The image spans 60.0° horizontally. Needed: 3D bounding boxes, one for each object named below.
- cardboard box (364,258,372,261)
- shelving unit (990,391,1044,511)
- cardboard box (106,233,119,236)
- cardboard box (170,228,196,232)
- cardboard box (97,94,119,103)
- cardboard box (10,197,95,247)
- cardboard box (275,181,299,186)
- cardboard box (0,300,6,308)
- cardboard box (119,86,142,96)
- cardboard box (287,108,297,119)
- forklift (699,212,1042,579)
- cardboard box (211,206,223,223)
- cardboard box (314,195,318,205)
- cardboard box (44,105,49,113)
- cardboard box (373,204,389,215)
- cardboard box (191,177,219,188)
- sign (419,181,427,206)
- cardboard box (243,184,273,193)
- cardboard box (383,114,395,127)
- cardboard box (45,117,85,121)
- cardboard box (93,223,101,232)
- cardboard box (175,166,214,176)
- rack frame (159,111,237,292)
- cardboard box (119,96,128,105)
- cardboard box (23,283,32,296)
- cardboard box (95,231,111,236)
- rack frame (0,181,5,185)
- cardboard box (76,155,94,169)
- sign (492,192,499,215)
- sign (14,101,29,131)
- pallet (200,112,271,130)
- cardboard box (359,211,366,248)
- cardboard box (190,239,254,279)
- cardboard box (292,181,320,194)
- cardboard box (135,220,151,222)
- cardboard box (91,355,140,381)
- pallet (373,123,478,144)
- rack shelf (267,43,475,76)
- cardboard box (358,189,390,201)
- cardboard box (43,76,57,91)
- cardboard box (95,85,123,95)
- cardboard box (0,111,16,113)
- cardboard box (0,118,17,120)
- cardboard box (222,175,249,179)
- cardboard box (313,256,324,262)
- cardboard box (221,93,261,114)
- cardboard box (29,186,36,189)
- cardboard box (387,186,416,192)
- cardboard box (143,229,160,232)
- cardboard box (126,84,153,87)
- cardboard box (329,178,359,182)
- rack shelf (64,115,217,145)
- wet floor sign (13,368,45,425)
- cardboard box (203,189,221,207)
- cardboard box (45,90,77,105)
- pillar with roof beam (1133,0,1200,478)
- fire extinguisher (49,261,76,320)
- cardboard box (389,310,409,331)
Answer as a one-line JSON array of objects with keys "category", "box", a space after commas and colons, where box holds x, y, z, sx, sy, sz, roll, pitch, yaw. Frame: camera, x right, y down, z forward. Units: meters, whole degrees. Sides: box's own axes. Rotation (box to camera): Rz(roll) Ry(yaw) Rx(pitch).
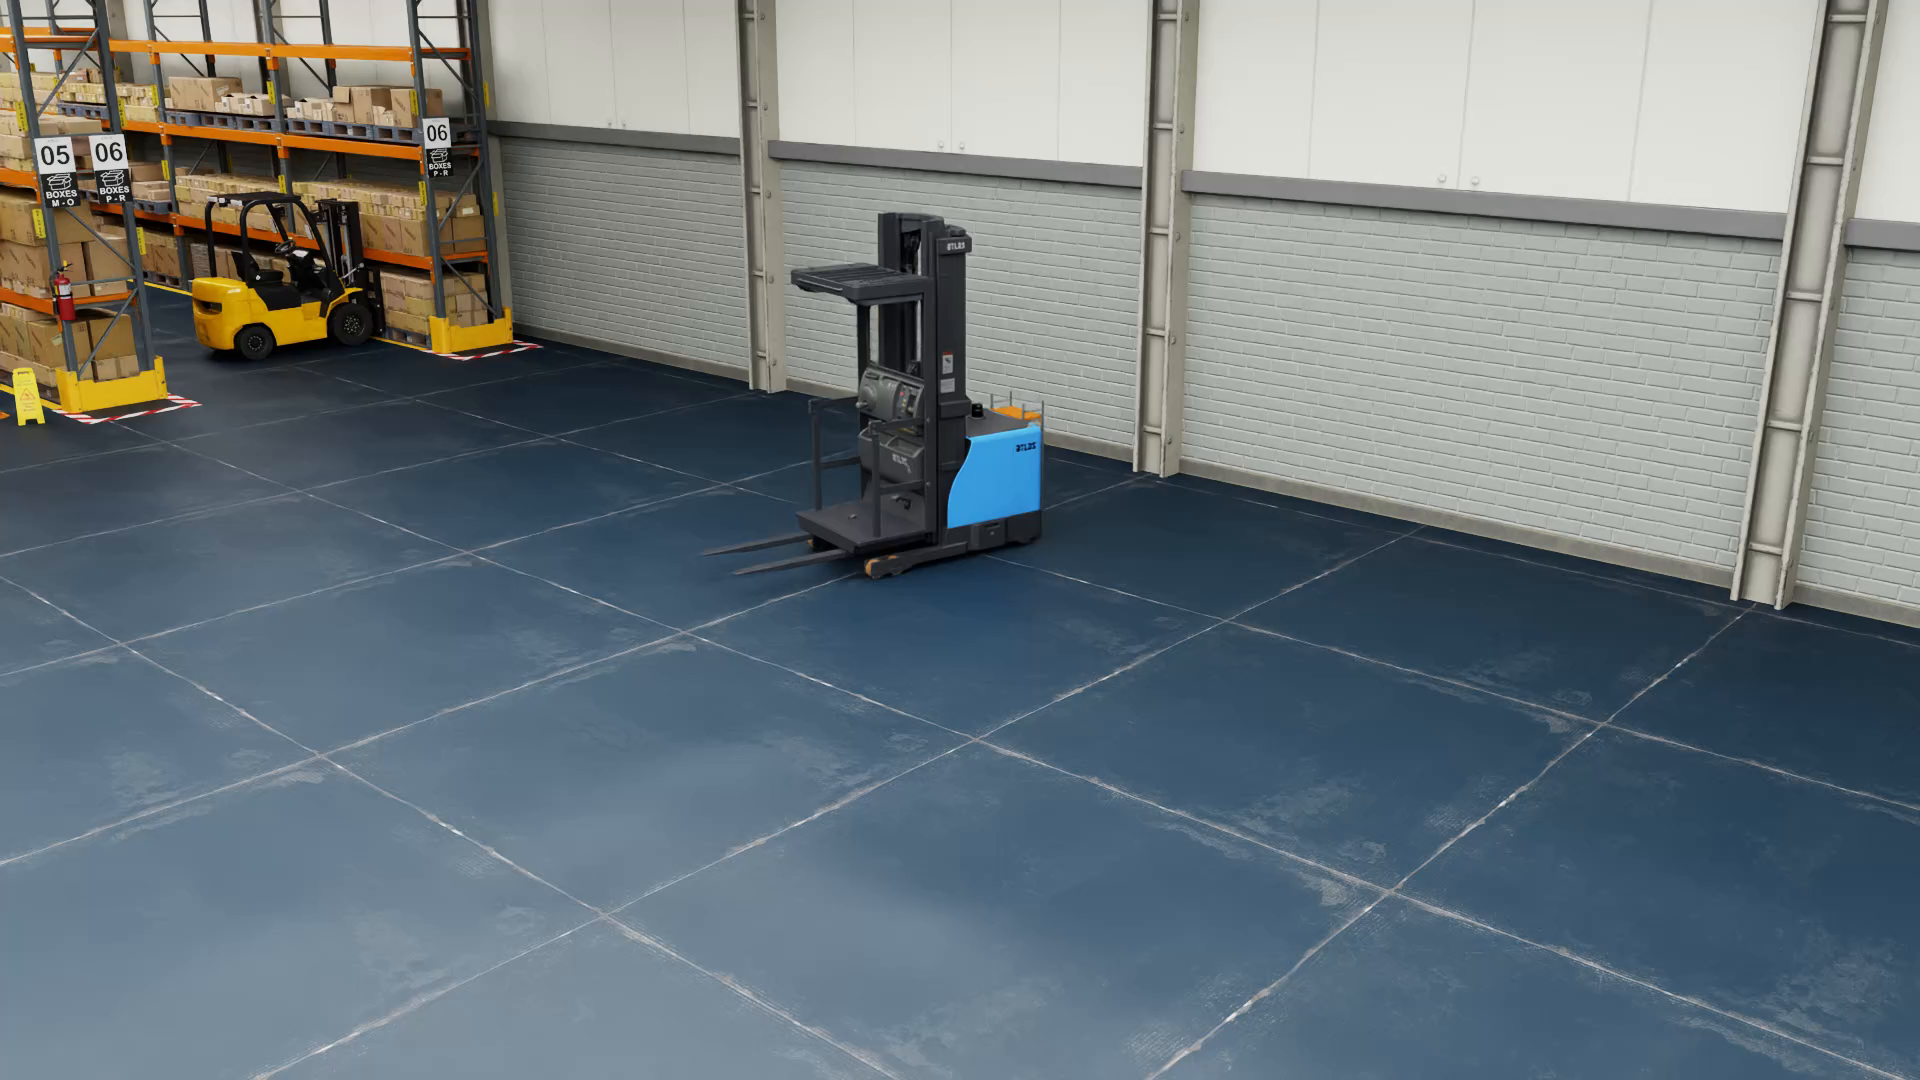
[{"category": "cardboard box", "box": [-9.107, -4.228, 25.673, 0.500, 0.250, 0.500, 15, 23, 38]}, {"category": "shelving unit", "box": [0.525, -0.743, 15.469, 0.258, 1.200, 0.503, -12, 21, -33]}, {"category": "cardboard box", "box": [-15.358, -5.377, 30.535, 0.500, 0.500, 0.500, 15, 23, 39]}, {"category": "cardboard box", "box": [-13.956, -5.520, 29.911, 0.250, 0.149, 0.380, 14, 23, 38]}, {"category": "cardboard box", "box": [-14.850, -7.726, 29.095, 0.250, 0.149, 0.380, 16, 23, 40]}, {"category": "cardboard box", "box": [-10.819, -3.807, 19.840, 0.500, 0.500, 0.700, 14, 23, 38]}, {"category": "cardboard box", "box": [-10.839, -5.709, 26.905, 0.250, 0.149, 0.380, 15, 23, 39]}, {"category": "cardboard box", "box": [-12.379, -3.073, 21.375, 0.250, 0.149, 0.380, 17, 24, 42]}, {"category": "cardboard box", "box": [-14.218, -7.721, 28.619, 0.250, 0.149, 0.380, 14, 23, 38]}, {"category": "cardboard box", "box": [-9.858, -6.414, 24.960, 0.250, 0.149, 0.380, 16, 23, 40]}, {"category": "forklift", "box": [-0.765, -1.250, 14.205, 3.031, 2.935, 1.130, -12, 21, -33]}, {"category": "cardboard box", "box": [-12.051, -5.398, 27.411, 0.500, 0.250, 0.500, 14, 22, 38]}, {"category": "cardboard box", "box": [-9.520, -5.151, 25.145, 0.250, 0.149, 0.380, 15, 23, 39]}, {"category": "cardboard box", "box": [-16.817, -8.042, 30.951, 0.250, 0.149, 0.380, 16, 24, 41]}, {"category": "cardboard box", "box": [-8.219, -4.781, 23.979, 0.250, 0.149, 0.380, 14, 22, 38]}, {"category": "cardboard box", "box": [-12.531, -5.945, 27.649, 0.250, 0.149, 0.380, 16, 24, 41]}, {"category": "sign", "box": [-7.371, -4.757, 22.836, 0.005, 0.325, 0.100, 15, 23, 39]}, {"category": "cardboard box", "box": [-11.187, -5.589, 26.525, 0.250, 0.149, 0.380, 14, 23, 38]}, {"category": "cardboard box", "box": [-7.822, -5.867, 23.238, 0.250, 0.149, 0.380, 14, 22, 38]}, {"category": "cardboard box", "box": [-10.906, -5.074, 20.280, 0.250, 0.149, 0.380, 15, 23, 39]}, {"category": "cardboard box", "box": [-15.884, -5.807, 30.816, 0.250, 0.149, 0.380, 16, 24, 42]}, {"category": "cardboard box", "box": [-13.265, -6.205, 28.844, 0.500, 0.500, 0.500, 16, 24, 42]}, {"category": "rack frame", "box": [-12.984, -5.818, 28.486, 0.127, 3.000, 1.000, 15, 23, 39]}, {"category": "cardboard box", "box": [-14.354, -7.647, 28.880, 0.250, 0.149, 0.380, 16, 24, 41]}, {"category": "cardboard box", "box": [-11.155, -3.077, 20.264, 0.250, 0.149, 0.380, 15, 23, 38]}, {"category": "cardboard box", "box": [-10.852, -3.539, 20.646, 0.500, 0.500, 0.500, 16, 24, 41]}, {"category": "rack frame", "box": [-13.284, -3.891, 22.414, 0.127, 3.000, 1.000, 15, 23, 39]}, {"category": "cardboard box", "box": [-10.325, -4.538, 19.909, 0.250, 0.149, 0.380, 15, 23, 39]}, {"category": "sign", "box": [-6.627, -4.787, 23.674, 0.005, 0.325, 0.100, 15, 23, 39]}, {"category": "sign", "box": [-10.676, -4.818, 18.913, 0.005, 0.325, 0.100, 15, 23, 39]}, {"category": "pallet", "box": [-11.579, -6.818, 26.990, 1.213, 0.211, 1.003, 16, 24, 42]}, {"category": "cardboard box", "box": [-8.691, -4.607, 24.503, 0.500, 0.500, 0.500, 15, 23, 40]}, {"category": "cardboard box", "box": [-12.526, -4.758, 28.377, 0.625, 0.625, 0.875, 16, 24, 41]}, {"category": "cardboard box", "box": [-9.951, -5.383, 25.384, 0.250, 0.149, 0.380, 16, 23, 40]}, {"category": "cardboard box", "box": [-15.309, -5.879, 31.043, 0.250, 0.149, 0.380, 15, 23, 39]}, {"category": "cardboard box", "box": [-10.712, -2.202, 20.944, 0.500, 0.250, 0.500, 15, 23, 39]}, {"category": "pallet", "box": [-7.512, -5.747, 23.450, 1.213, 0.211, 1.003, 15, 23, 39]}, {"category": "rack shelf", "box": [-8.496, -6.939, 23.952, 4.000, 0.370, 1.077, 15, 23, 39]}, {"category": "cardboard box", "box": [-8.559, -5.041, 24.309, 0.250, 0.149, 0.380, 15, 23, 40]}, {"category": "cardboard box", "box": [-16.513, -8.407, 30.613, 0.500, 0.250, 0.500, 15, 23, 39]}, {"category": "cardboard box", "box": [-14.853, -7.866, 29.043, 0.250, 0.149, 0.380, 15, 23, 40]}, {"category": "cardboard box", "box": [-12.240, -5.437, 21.424, 0.250, 0.149, 0.380, 16, 24, 41]}, {"category": "cardboard box", "box": [-11.445, -5.000, 20.047, 0.250, 0.149, 0.380, 15, 23, 39]}, {"category": "cardboard box", "box": [-12.183, -6.062, 28.018, 0.250, 0.149, 0.380, 15, 23, 39]}, {"category": "cardboard box", "box": [-9.839, -4.213, 25.627, 0.500, 0.250, 0.500, 15, 23, 38]}, {"category": "cardboard box", "box": [-11.269, -6.894, 26.206, 0.500, 0.311, 0.500, 14, 22, 37]}, {"category": "cardboard box", "box": [-17.763, -6.859, 32.179, 0.250, 0.149, 0.380, 16, 23, 40]}, {"category": "cardboard box", "box": [-8.248, -5.143, 24.630, 0.250, 0.149, 0.380, 15, 23, 40]}, {"category": "cardboard box", "box": [-14.495, -5.451, 29.693, 0.250, 0.149, 0.380, 14, 22, 37]}, {"category": "cardboard box", "box": [-14.504, -7.984, 29.414, 0.250, 0.149, 0.380, 16, 23, 41]}, {"category": "cardboard box", "box": [-9.553, -5.518, 25.810, 0.250, 0.149, 0.380, 15, 23, 39]}, {"category": "rack shelf", "box": [-14.480, -7.307, 29.406, 4.000, 0.370, 1.077, 15, 23, 39]}, {"category": "wet floor sign", "box": [-10.860, -1.686, 19.357, 0.267, 0.644, 0.232, -9, 20, -27]}, {"category": "cardboard box", "box": [-12.061, -5.631, 27.316, 0.500, 0.250, 0.500, 14, 23, 38]}, {"category": "cardboard box", "box": [-16.503, -8.162, 30.667, 0.500, 0.250, 0.500, 15, 23, 39]}, {"category": "pillar with roof beam", "box": [-0.805, -4.032, 12.939, 0.400, 9.000, 9.100, 15, 23, 39]}, {"category": "fire extinguisher", "box": [-10.513, -2.924, 19.494, 0.183, 0.674, 0.296, 15, 23, 39]}, {"category": "cardboard box", "box": [-7.927, -3.226, 24.170, 0.500, 0.250, 0.500, 15, 23, 39]}]
